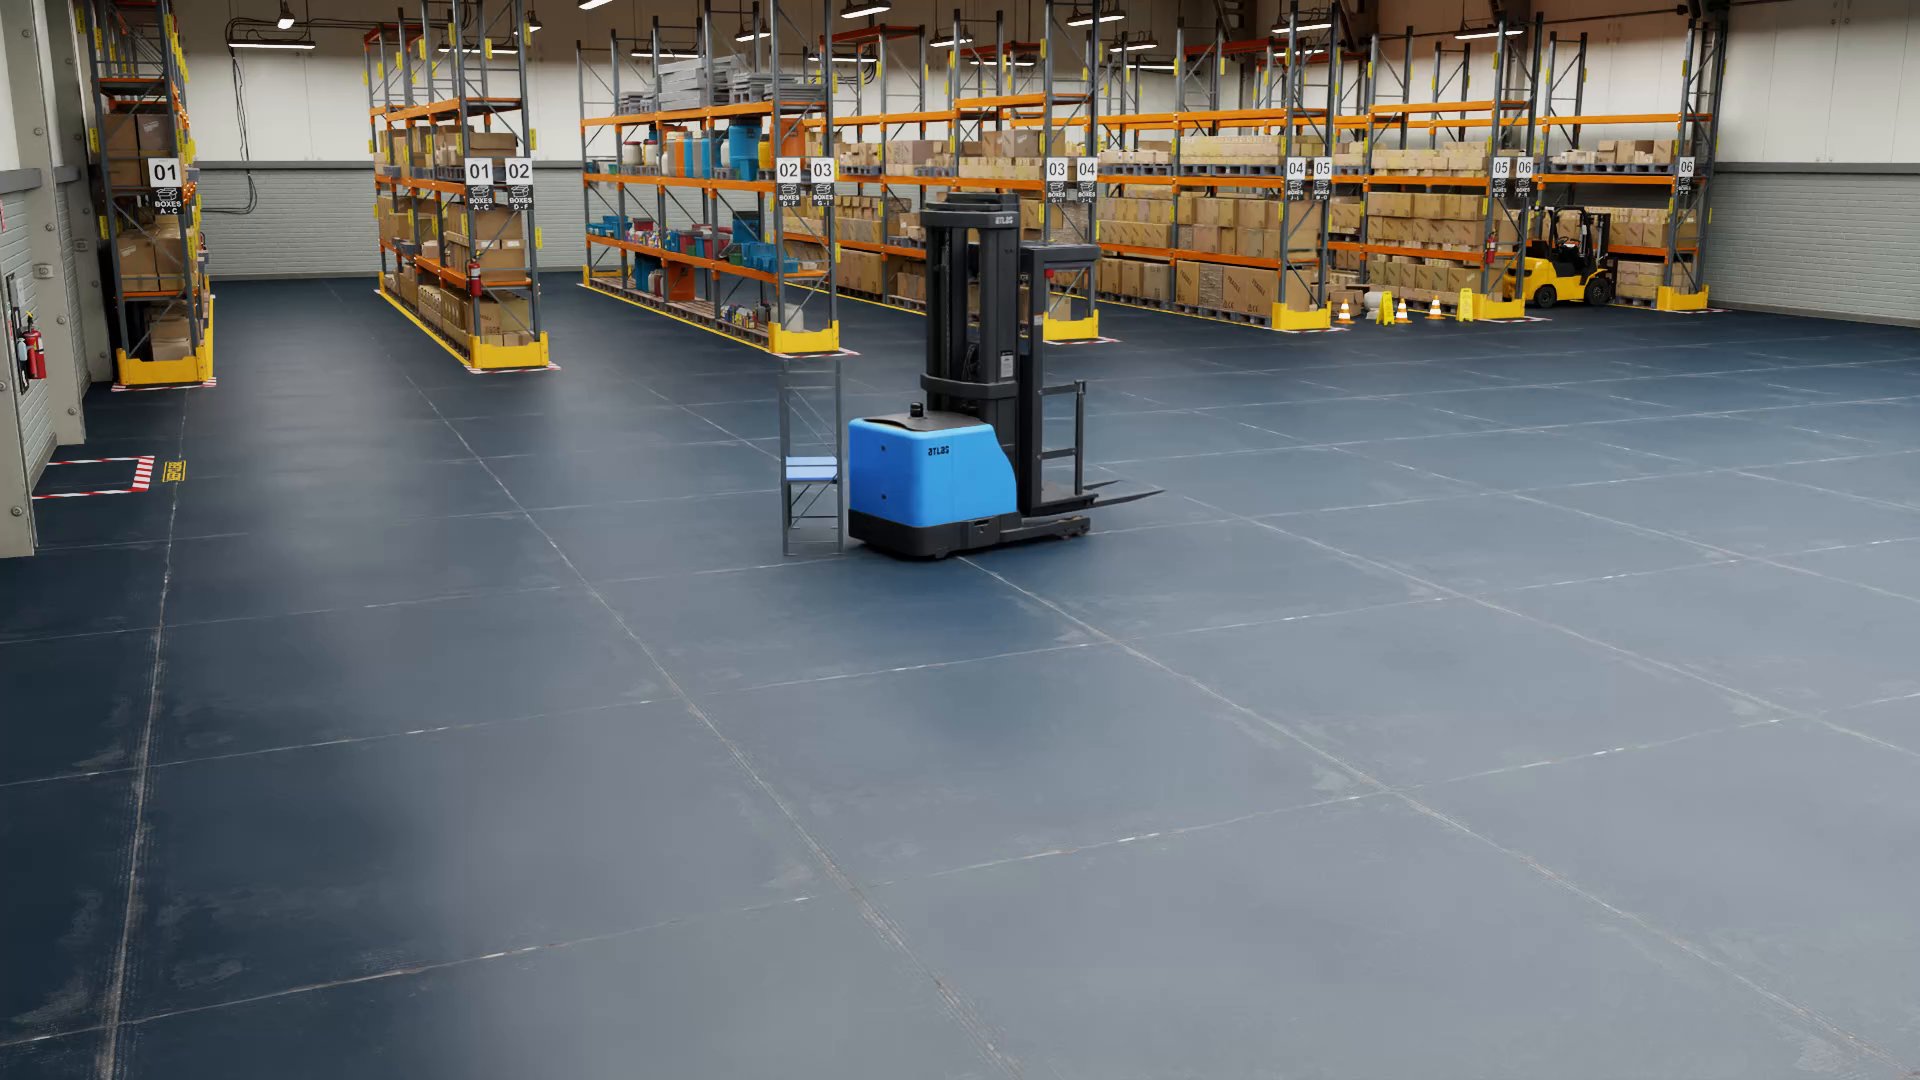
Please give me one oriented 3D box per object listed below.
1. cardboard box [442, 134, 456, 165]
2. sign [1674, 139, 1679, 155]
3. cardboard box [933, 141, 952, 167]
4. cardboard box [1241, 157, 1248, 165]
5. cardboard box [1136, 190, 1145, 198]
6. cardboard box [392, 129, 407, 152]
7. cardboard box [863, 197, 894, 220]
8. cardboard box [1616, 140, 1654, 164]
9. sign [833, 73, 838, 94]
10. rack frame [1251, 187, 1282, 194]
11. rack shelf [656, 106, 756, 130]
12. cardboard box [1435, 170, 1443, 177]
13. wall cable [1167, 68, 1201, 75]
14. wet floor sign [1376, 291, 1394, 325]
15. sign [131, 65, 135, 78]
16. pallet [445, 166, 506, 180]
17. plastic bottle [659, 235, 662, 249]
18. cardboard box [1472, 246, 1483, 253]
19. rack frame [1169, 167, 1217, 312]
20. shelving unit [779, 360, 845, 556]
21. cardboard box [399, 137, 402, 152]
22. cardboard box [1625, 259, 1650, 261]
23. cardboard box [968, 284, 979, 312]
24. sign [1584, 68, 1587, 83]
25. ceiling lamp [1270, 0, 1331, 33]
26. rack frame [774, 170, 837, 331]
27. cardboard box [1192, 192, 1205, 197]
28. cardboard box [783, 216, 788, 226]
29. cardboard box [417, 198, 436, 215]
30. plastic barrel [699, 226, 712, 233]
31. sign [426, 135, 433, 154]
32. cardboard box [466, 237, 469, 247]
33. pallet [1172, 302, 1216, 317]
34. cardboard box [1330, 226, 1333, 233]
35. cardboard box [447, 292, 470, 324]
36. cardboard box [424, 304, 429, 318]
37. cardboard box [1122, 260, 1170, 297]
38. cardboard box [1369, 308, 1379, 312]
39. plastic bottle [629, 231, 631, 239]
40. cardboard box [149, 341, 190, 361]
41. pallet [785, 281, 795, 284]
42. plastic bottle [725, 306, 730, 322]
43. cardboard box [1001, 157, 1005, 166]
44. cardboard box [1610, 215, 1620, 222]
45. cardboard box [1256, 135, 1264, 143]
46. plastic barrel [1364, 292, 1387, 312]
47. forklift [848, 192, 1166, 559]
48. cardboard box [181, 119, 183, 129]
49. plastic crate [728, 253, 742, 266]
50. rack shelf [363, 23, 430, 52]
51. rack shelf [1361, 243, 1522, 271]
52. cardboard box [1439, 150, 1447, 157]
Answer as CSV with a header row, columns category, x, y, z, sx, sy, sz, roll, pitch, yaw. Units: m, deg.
category,x,y,z,sx,sy,sz,roll,pitch,yaw
cardboard box,-8.175,-6.481,27.595,0.797,0.503,0.637,-4,14,-17
sign,15.085,-8.267,34.998,0.100,0.325,0.005,-6,14,-23
cardboard box,-0.117,-7.959,34.291,0.797,0.503,0.637,-5,14,-21
cardboard box,5.695,-7.383,32.369,0.380,0.149,0.250,-6,14,-24
cardboard box,5.191,-9.412,45.946,0.500,0.500,0.500,-6,14,-23
cardboard box,-12.154,-8.795,36.625,0.700,0.500,0.500,-6,14,-23
cardboard box,-1.780,-7.593,38.078,0.797,0.503,0.637,-5,14,-22
cardboard box,14.869,-8.513,36.472,0.700,0.500,0.500,-6,14,-23
sign,-2.071,-7.538,27.444,0.100,0.325,0.005,-6,14,-23
rack frame,9.179,-9.765,49.910,1.000,3.000,0.127,-6,14,-23
rack shelf,-4.980,-8.285,32.692,1.077,0.370,4.000,-6,14,-23
cardboard box,10.155,-7.665,34.740,0.380,0.149,0.250,-6,14,-25
wall cable,8.091,-16.679,54.144,2.988,3.039,0.133,-6,14,-23
wet floor sign,8.372,-4.568,32.677,0.267,0.644,0.232,-9,16,-33
sign,-18.574,-10.485,37.292,0.100,0.325,0.005,-6,14,-23
pallet,-7.869,-6.040,27.360,1.003,0.211,1.213,-6,14,-23
plastic bottle,-6.334,-6.309,35.235,0.061,0.283,0.133,-6,14,-23
cardboard box,10.696,-5.946,33.965,0.380,0.149,0.250,-5,14,-21
rack frame,4.944,-6.369,35.235,1.000,3.000,0.127,-6,14,-23
shelving unit,-1.254,-0.721,14.160,0.538,1.500,1.048,-1,13,-4
cardboard box,-11.501,-8.217,35.194,0.600,0.600,0.600,-6,14,-24
cardboard box,15.175,-6.135,37.175,0.500,0.250,0.500,-6,14,-23
cardboard box,0.483,-4.842,33.252,0.500,0.500,0.500,-6,14,-25
sign,14.504,-10.786,38.593,0.100,0.325,0.005,-6,14,-23
ceiling lamp,7.492,-12.378,34.950,0.800,3.185,2.000,-6,14,-23
rack frame,-2.577,-4.668,27.886,1.000,3.000,0.127,-6,14,-23
cardboard box,6.377,-8.806,43.326,0.500,0.500,0.500,-6,14,-23
cardboard box,-4.289,-8.262,43.090,0.500,0.250,0.500,-6,14,-24
cardboard box,-11.855,-7.359,37.075,0.500,0.500,0.500,-5,14,-21
plastic barrel,-5.174,-6.182,34.180,0.421,0.512,0.421,0,13,0
sign,-9.212,-6.863,28.875,0.100,0.325,0.005,-6,14,-23
cardboard box,-7.752,-4.807,26.825,0.380,0.149,0.250,-5,14,-22
pallet,5.177,-4.846,34.840,1.003,0.211,1.213,-6,14,-23
cardboard box,8.649,-7.159,38.274,0.380,0.149,0.250,-5,14,-22
cardboard box,-8.420,-3.947,28.276,0.500,0.500,0.500,-6,14,-23
cardboard box,-9.965,-4.394,31.868,0.500,0.250,0.500,-6,14,-24
cardboard box,4.230,-5.797,36.823,1.050,0.750,0.750,-6,14,-23
cardboard box,8.666,-4.710,34.389,0.380,0.149,0.250,1,13,6
plastic bottle,-7.472,-6.900,37.817,0.097,0.271,0.097,0,13,0
cardboard box,-11.849,-2.829,24.926,0.500,0.311,0.500,-7,15,-29
pallet,-4.056,-6.904,43.733,1.003,0.211,1.213,-6,14,-23
plastic bottle,-4.298,-4.212,30.981,0.152,0.276,0.135,-5,14,-21
cardboard box,0.983,-7.057,31.006,0.380,0.149,0.250,-6,15,-26
cardboard box,14.656,-7.133,36.878,0.380,0.149,0.250,-6,14,-23
cardboard box,5.899,-7.667,31.827,0.380,0.149,0.250,-5,14,-22
plastic barrel,8.827,-5.045,35.230,0.512,0.421,0.421,4,14,16
forklift,0.514,-1.522,14.445,3.031,2.935,1.130,-10,16,-37
cardboard box,-12.577,-6.415,26.297,0.500,0.500,0.500,-5,14,-20
plastic crate,-3.894,-5.085,30.159,0.450,0.188,0.662,-6,14,-23
rack shelf,-12.725,-11.305,37.484,1.077,0.370,4.000,-6,14,-23
rack shelf,10.240,-6.073,35.553,1.077,0.370,4.000,-6,14,-23
cardboard box,10.222,-8.054,34.651,0.380,0.149,0.250,-6,14,-25
